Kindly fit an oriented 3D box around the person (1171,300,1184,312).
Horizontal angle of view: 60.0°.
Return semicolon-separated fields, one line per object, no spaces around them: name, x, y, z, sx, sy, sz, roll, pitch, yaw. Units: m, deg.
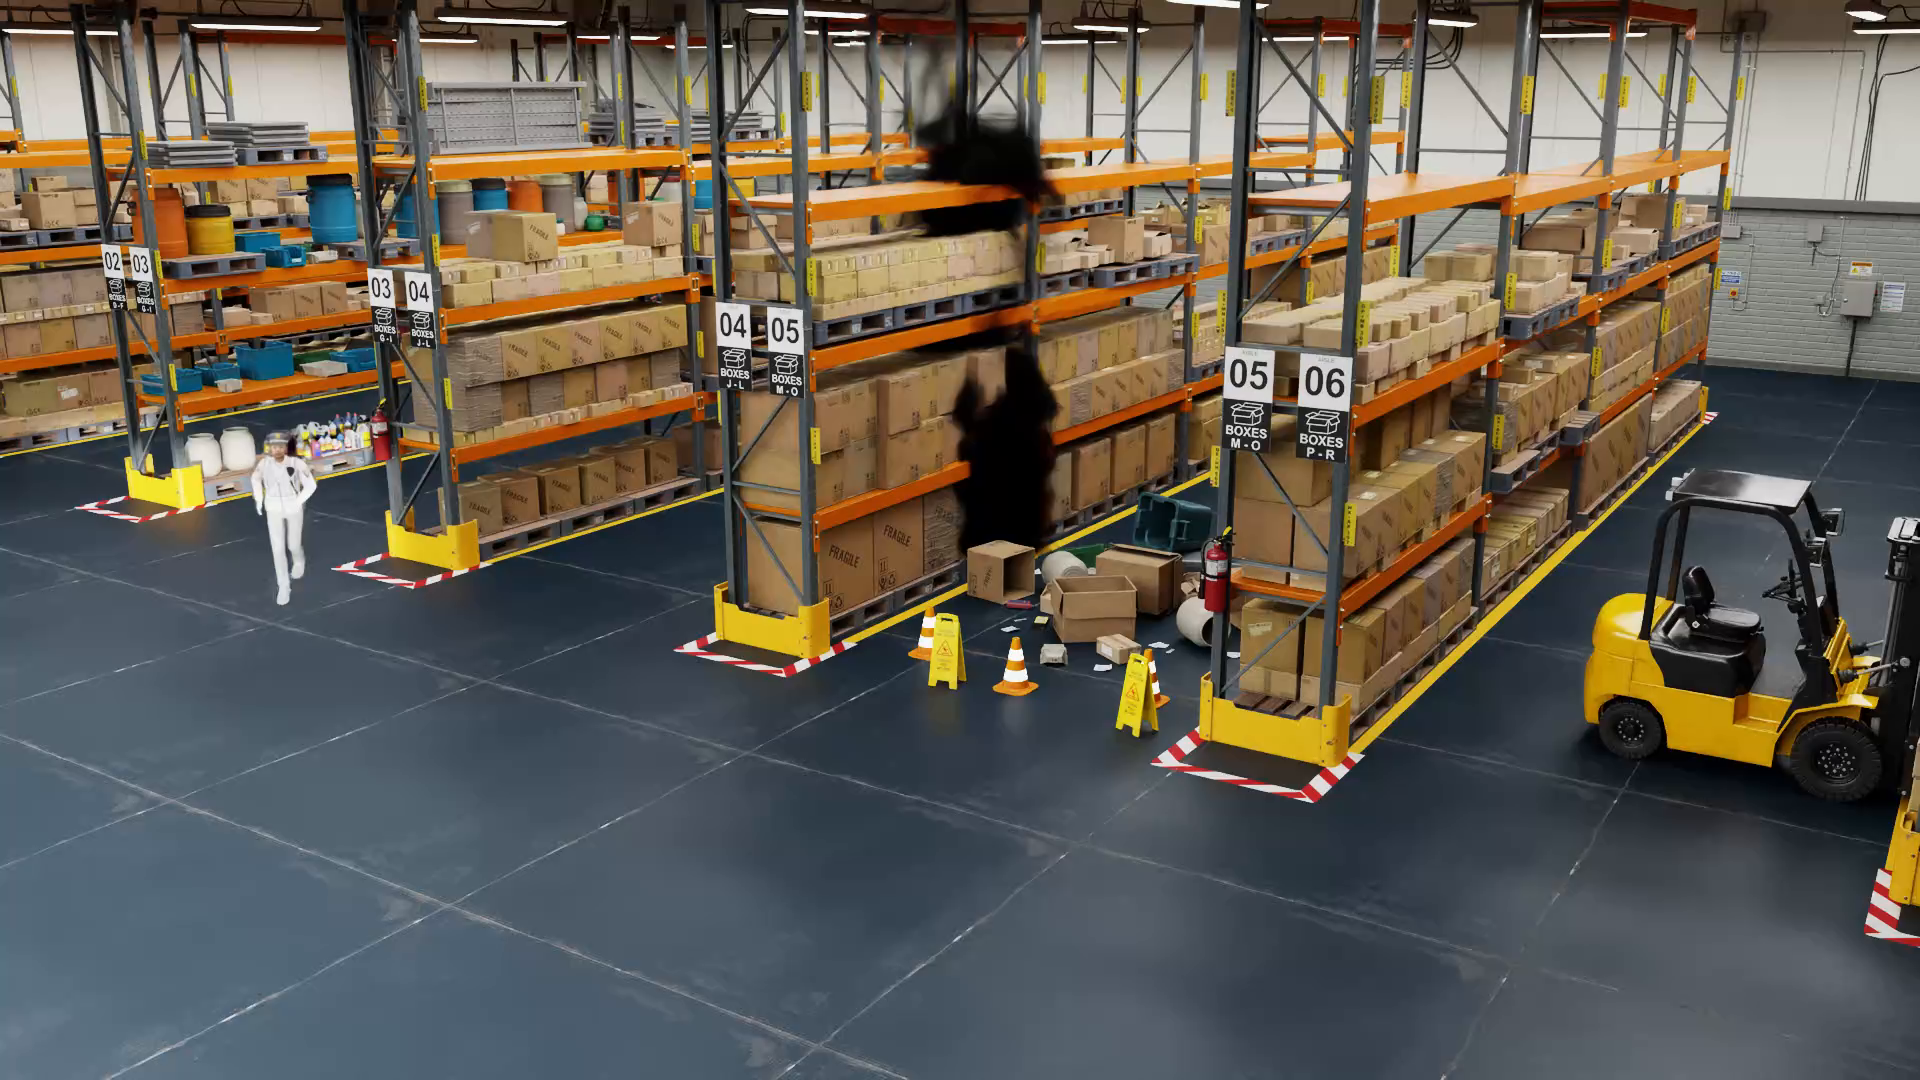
person;3.441;-2.951;26.580;0.691;1.744;0.645;12;19;36

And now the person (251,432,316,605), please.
person;-6.855;-0.280;16.913;0.636;1.709;0.848;-4;16;-14

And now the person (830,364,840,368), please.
person;-1.382;-1.166;18.884;0.658;1.811;0.909;8;17;25
